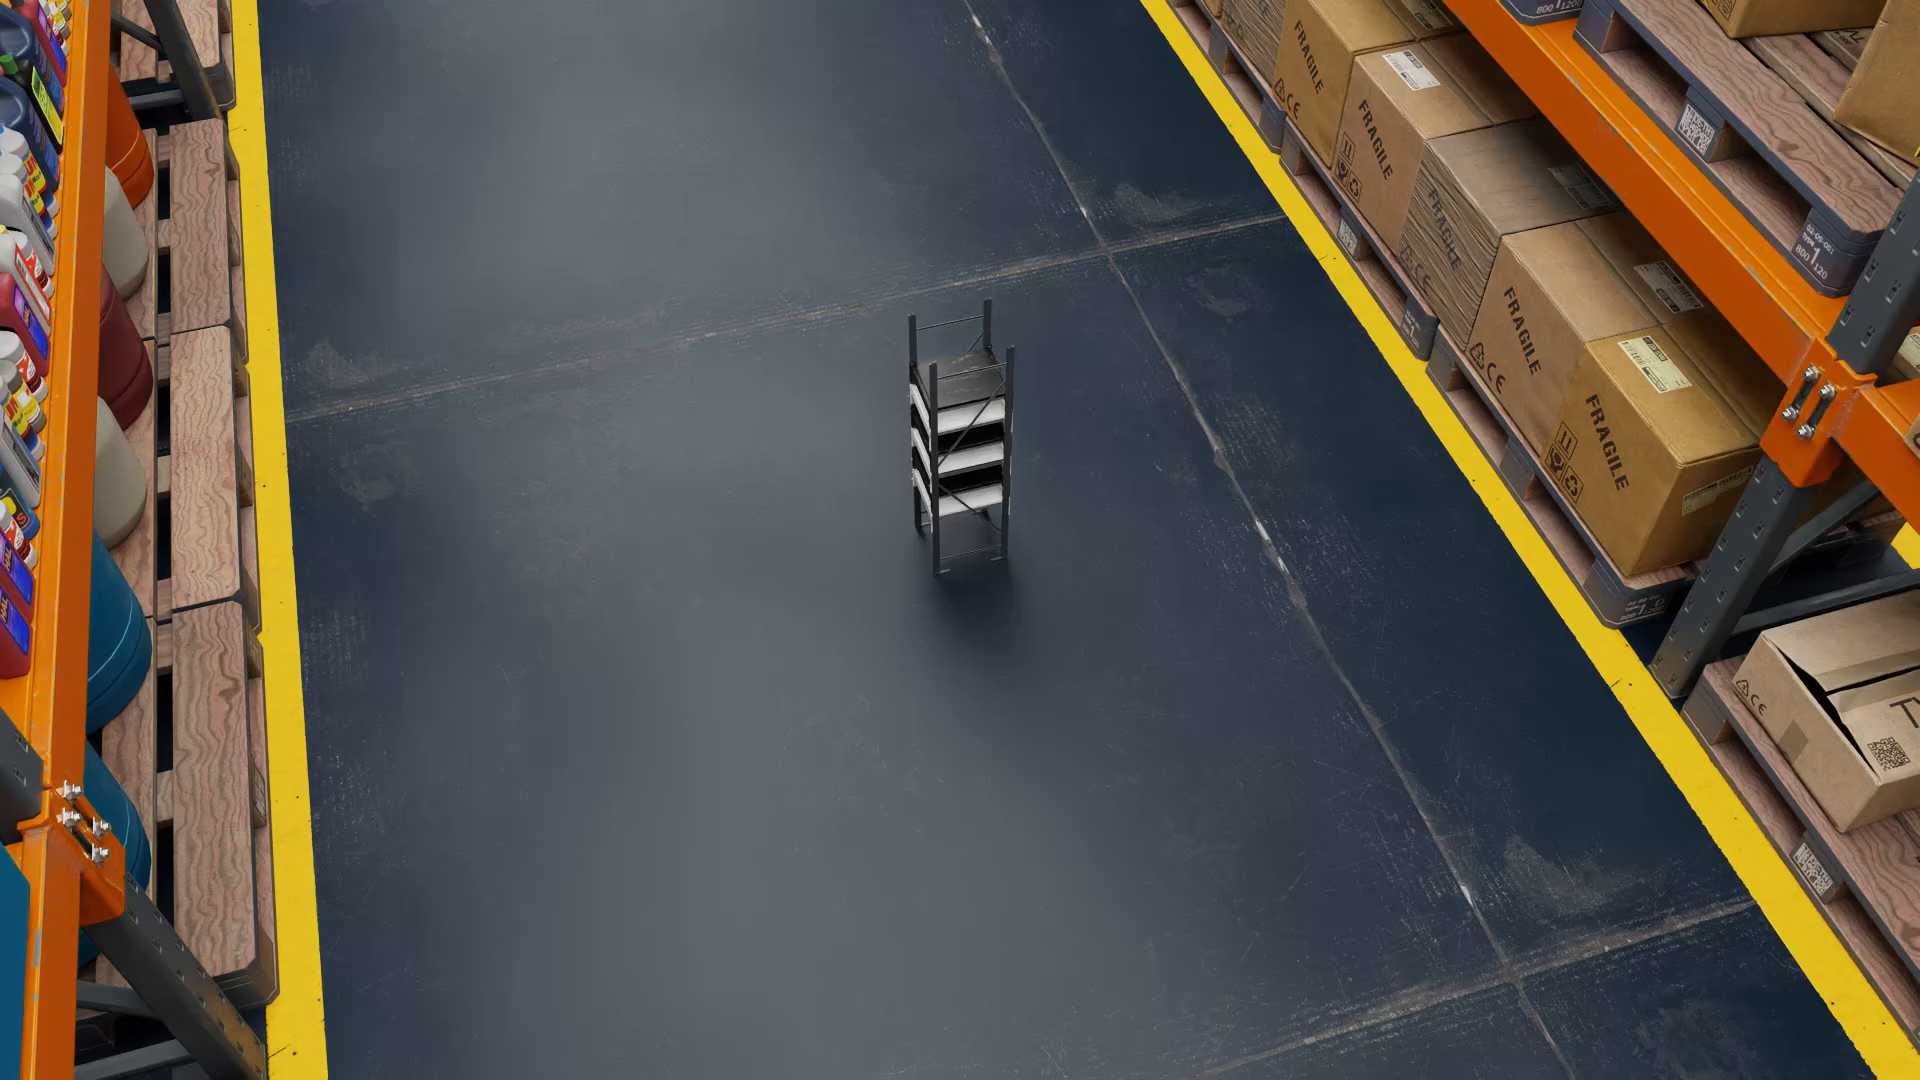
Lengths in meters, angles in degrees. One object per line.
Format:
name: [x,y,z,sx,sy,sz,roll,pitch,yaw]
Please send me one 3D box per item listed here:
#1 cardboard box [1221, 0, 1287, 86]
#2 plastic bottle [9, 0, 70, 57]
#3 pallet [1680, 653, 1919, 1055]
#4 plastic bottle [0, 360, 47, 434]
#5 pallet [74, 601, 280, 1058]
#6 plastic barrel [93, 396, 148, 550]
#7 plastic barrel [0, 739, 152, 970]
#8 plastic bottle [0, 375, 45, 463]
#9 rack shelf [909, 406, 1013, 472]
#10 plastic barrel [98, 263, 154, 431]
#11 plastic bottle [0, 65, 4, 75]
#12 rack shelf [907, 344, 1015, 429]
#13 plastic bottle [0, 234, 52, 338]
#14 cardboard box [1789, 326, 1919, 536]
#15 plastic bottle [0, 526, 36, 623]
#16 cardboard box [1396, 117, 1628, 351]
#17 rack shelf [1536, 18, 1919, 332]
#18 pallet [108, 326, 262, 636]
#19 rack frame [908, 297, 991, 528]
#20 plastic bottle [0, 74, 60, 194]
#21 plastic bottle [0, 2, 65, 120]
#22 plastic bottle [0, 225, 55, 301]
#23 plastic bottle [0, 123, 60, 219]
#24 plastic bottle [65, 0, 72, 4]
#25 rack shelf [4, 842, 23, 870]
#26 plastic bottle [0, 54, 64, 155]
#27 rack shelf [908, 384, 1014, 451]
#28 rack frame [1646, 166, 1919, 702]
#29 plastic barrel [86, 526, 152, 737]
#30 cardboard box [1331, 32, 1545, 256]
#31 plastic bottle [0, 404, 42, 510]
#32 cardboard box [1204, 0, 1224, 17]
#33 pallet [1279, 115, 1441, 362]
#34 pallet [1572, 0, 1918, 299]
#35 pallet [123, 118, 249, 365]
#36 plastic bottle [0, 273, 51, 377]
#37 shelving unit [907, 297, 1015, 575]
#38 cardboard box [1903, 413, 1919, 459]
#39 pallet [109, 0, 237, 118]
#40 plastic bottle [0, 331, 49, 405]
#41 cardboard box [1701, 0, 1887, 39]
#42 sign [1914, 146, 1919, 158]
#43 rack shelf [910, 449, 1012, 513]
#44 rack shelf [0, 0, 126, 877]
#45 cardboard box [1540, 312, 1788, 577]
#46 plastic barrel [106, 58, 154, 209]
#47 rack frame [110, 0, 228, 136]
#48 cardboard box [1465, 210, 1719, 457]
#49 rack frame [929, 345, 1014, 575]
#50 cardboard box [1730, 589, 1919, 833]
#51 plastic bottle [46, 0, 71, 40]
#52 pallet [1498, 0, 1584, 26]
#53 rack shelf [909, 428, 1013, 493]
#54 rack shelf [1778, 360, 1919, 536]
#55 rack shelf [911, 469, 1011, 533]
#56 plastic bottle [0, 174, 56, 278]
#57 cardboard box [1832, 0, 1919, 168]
cardboard box: [1.369,-2.133,6.433,0.500,0.500,0.500,-15,51,-12]
plastic bottle: [-2.572,-1.440,4.632,0.097,0.201,0.097,0,50,0]
pallet: [2.732,0.747,4.482,1.003,0.211,1.213,-13,51,-11]
plastic bottle: [-2.121,-0.326,3.693,0.097,0.201,0.097,0,50,0]
pallet: [-2.391,0.790,4.446,1.003,0.211,1.213,-13,51,-11]
plastic barrel: [-2.638,-0.221,4.827,0.421,0.512,0.421,0,50,0]
plastic barrel: [-2.347,0.603,3.877,0.600,0.901,0.708,-13,51,-11]
plastic bottle: [-2.092,-0.277,3.606,0.097,0.271,0.097,0,50,0]
rack shelf: [0.002,-0.321,4.858,0.258,0.077,0.200,-13,51,-11]
plastic barrel: [-2.891,-0.638,5.128,0.600,0.588,0.708,-13,51,-11]
plastic bottle: [-2.484,-1.140,4.326,0.061,0.283,0.133,-13,51,-11]
rack shelf: [0.002,-0.437,4.720,0.258,0.077,0.200,-13,51,-11]
plastic bottle: [-2.249,-0.597,3.872,0.152,0.276,0.135,-13,51,-11]
cardboard box: [2.620,-0.398,4.971,0.500,0.500,0.500,-15,52,-13]
plastic bottle: [-1.943,0.040,3.331,0.061,0.283,0.133,-13,51,-11]
cardboard box: [1.824,-1.015,5.491,0.500,0.500,0.500,-13,51,-11]
rack shelf: [1.939,-1.945,5.271,0.919,0.124,3.809,-13,51,-11]
pallet: [-2.755,-0.103,5.199,1.003,0.211,1.213,-13,51,-11]
rack frame: [-0.028,-0.358,4.964,0.240,0.900,0.006,-13,51,-11]
plastic bottle: [-2.419,-1.050,4.206,0.144,0.351,0.185,-13,51,-11]
plastic bottle: [-2.513,-1.282,4.402,0.144,0.351,0.185,-13,51,-11]
plastic bottle: [-2.258,-0.664,3.977,0.097,0.201,0.097,0,50,0]
plastic bottle: [-2.355,-0.927,4.153,0.097,0.271,0.097,0,50,0]
plastic bottle: [-2.658,-1.676,4.785,0.097,0.271,0.097,0,50,0]
rack shelf: [-1.611,2.093,1.866,0.919,0.124,3.809,-13,51,-11]
plastic bottle: [-2.426,-1.154,4.337,0.061,0.283,0.133,-13,51,-11]
rack shelf: [0.002,-0.379,4.789,0.258,0.077,0.200,-13,51,-11]
rack frame: [2.530,-0.654,3.839,1.000,3.000,0.127,-13,51,-11]
plastic barrel: [-2.557,0.086,4.313,0.600,0.901,0.708,-13,51,-11]
cardboard box: [1.672,-1.385,5.803,0.500,0.500,0.500,-15,51,-12]
plastic bottle: [-2.084,-0.188,3.528,0.152,0.276,0.135,-13,51,-11]
cardboard box: [1.209,-2.514,6.755,0.500,0.500,0.500,-11,51,-9]
pallet: [1.889,-1.233,6.151,1.003,0.211,1.213,-13,51,-11]
pallet: [2.398,-1.200,4.425,1.003,0.211,1.213,-13,51,-11]
pallet: [-3.113,-0.993,5.949,1.003,0.211,1.213,-13,51,-11]
plastic bottle: [-2.166,-0.512,3.796,0.061,0.283,0.133,-13,51,-11]
shelving unit: [0.002,-0.284,4.901,0.258,0.900,0.210,-13,51,-11]
cardboard box: [2.421,-0.252,3.435,0.500,0.500,0.500,-12,51,-10]
pallet: [-3.578,-2.134,6.911,1.003,0.211,1.213,-13,51,-11]
plastic bottle: [-2.150,-0.397,3.753,0.097,0.201,0.097,0,50,0]
cardboard box: [2.340,-1.706,4.386,0.700,0.500,0.500,-6,50,-5]
sign: [2.001,-0.899,3.288,0.100,0.325,0.005,-13,51,-11]
rack shelf: [0.002,-0.205,4.995,0.258,0.077,0.200,-13,51,-11]
rack shelf: [-2.794,-0.765,4.404,1.077,0.370,4.000,-13,51,-11]
cardboard box: [2.111,-0.285,4.876,0.500,0.500,0.500,-14,51,-11]
plastic barrel: [-3.225,-1.540,5.731,0.600,0.830,0.708,-13,51,-11]
rack frame: [-3.386,-2.458,5.360,1.000,3.000,0.127,-13,51,-11]
cardboard box: [1.972,-0.648,5.182,0.500,0.500,0.500,-13,51,-11]
rack frame: [0.032,-0.210,4.838,0.240,0.900,0.006,-13,51,-11]
cardboard box: [2.448,0.427,4.399,0.500,0.311,0.500,-13,51,-11]
plastic bottle: [-2.601,-1.511,4.692,0.097,0.201,0.097,0,50,0]
pallet: [1.927,-2.094,5.179,1.003,0.211,1.213,-13,51,-11]
rack shelf: [0.002,-0.263,4.926,0.258,0.077,0.200,-13,51,-11]
rack shelf: [3.122,1.039,2.883,1.077,0.370,4.000,-13,51,-11]
rack shelf: [0.002,-0.147,5.064,0.258,0.077,0.200,-13,51,-11]
plastic bottle: [-2.318,-0.766,4.015,0.152,0.276,0.135,-13,51,-11]
cardboard box: [2.604,-1.218,3.975,0.700,0.500,0.500,-30,56,-23]
